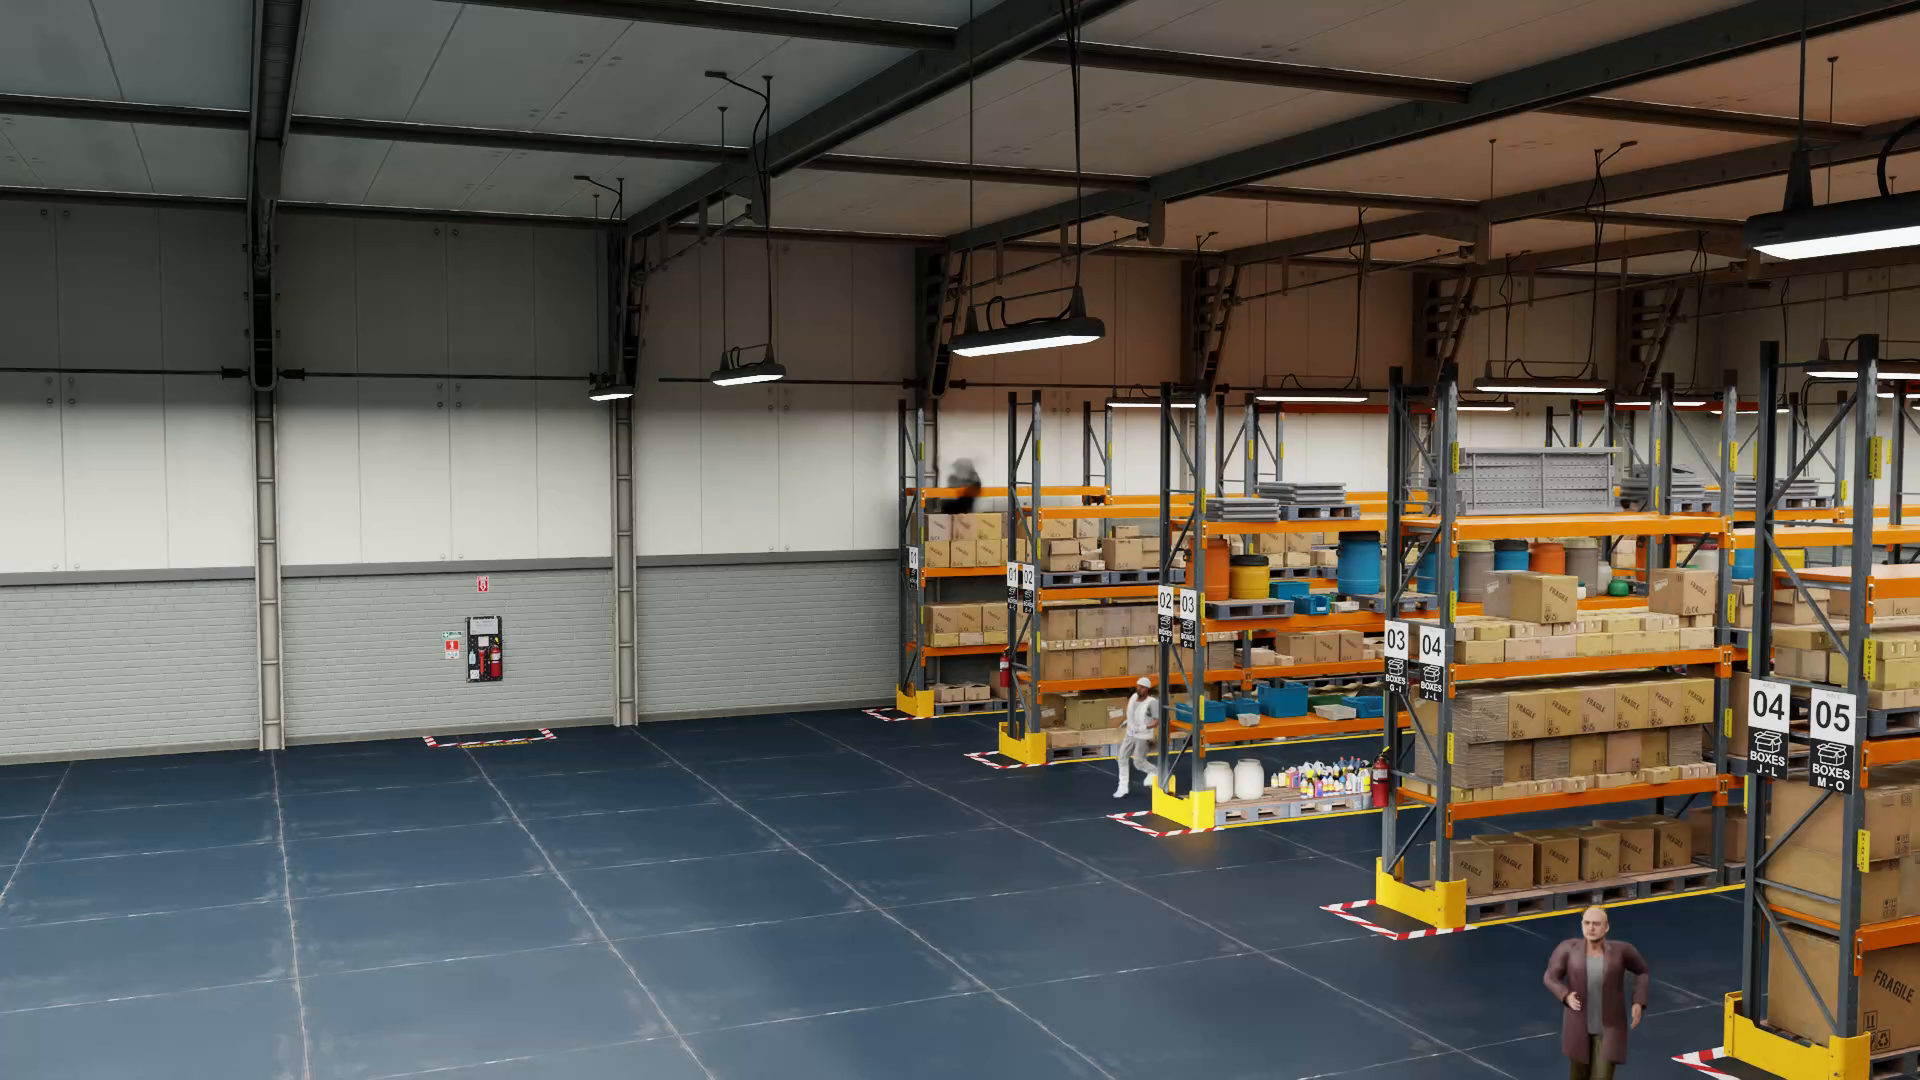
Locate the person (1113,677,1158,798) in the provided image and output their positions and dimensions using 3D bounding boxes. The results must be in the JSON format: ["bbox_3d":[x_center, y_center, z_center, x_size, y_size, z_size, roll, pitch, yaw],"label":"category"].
[{"bbox_3d":[2.663,2.879,24.341,0.853,1.775,0.726,-3,4,-42],"label":"person"}]

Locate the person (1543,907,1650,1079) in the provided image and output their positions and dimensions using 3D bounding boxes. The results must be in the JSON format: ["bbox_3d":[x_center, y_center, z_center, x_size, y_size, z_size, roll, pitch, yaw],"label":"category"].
[{"bbox_3d":[4.652,3.561,12.180,0.717,1.792,1.049,2,4,26],"label":"person"}]
